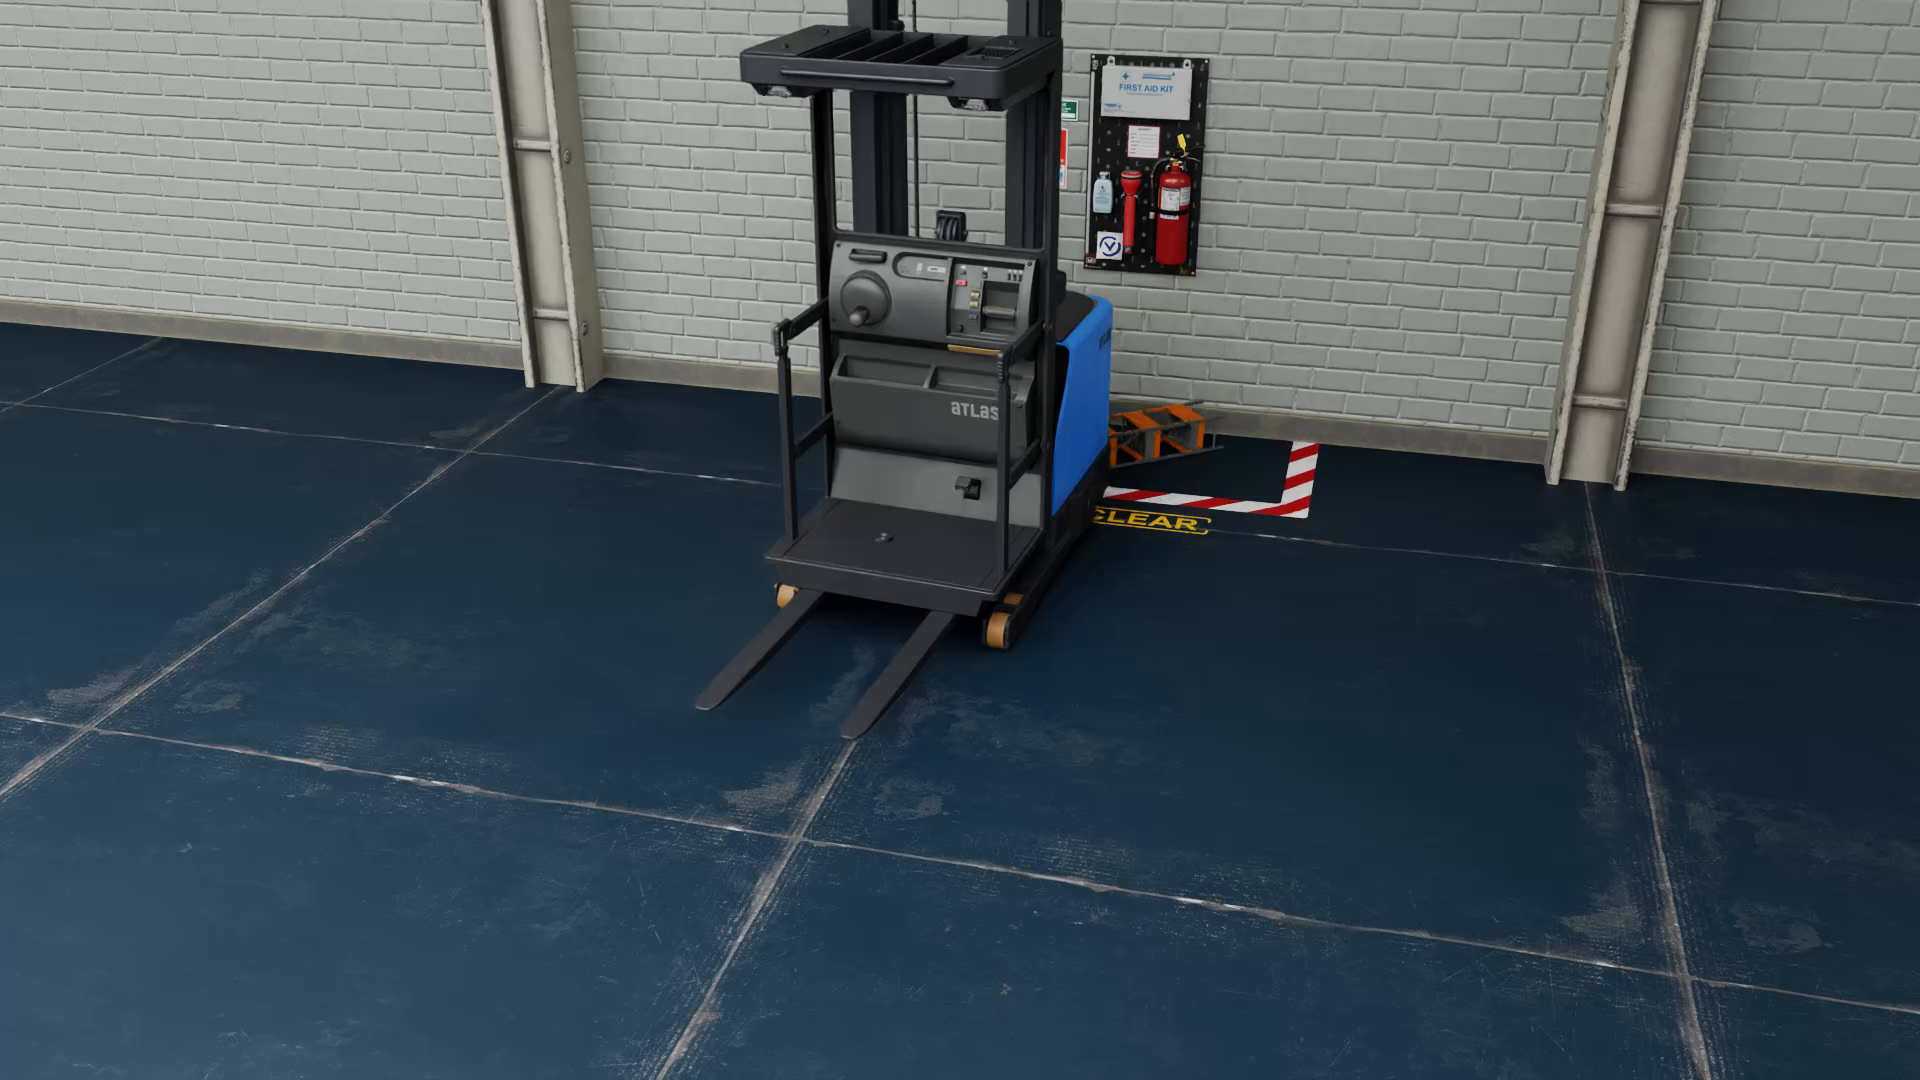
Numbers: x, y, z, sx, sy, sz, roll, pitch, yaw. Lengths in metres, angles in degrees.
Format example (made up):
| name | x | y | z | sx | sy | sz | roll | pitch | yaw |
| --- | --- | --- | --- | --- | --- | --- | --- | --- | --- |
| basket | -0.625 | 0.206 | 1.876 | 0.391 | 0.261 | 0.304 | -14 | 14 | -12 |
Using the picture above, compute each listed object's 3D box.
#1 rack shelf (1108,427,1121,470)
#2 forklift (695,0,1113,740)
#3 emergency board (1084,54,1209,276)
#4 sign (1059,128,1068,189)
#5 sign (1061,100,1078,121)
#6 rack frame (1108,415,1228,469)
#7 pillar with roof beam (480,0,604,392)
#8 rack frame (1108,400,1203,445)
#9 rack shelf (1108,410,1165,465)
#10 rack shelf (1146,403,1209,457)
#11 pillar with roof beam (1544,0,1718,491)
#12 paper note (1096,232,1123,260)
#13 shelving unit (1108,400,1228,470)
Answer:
| name | x | y | z | sx | sy | sz | roll | pitch | yaw |
| --- | --- | --- | --- | --- | --- | --- | --- | --- | --- |
| rack shelf | 0.698 | -0.511 | 9.042 | 0.259 | 0.215 | 0.240 | -11 | 28 | -24 |
| forklift | -0.197 | -1.044 | 7.033 | 1.130 | 2.935 | 3.031 | 9 | 27 | 18 |
| emergency board | 0.983 | -1.979 | 8.917 | 0.643 | 1.169 | 0.194 | 6 | 26 | 13 |
| sign | 0.473 | -2.097 | 9.124 | 0.234 | 0.329 | 0.001 | 6 | 26 | 13 |
| sign | 0.475 | -2.332 | 9.001 | 0.331 | 0.109 | 0.001 | 6 | 26 | 13 |
| rack frame | 1.011 | -0.513 | 9.060 | 1.050 | 0.200 | 0.008 | -11 | 28 | -24 |
| pillar with roof beam | -3.516 | -3.257 | 4.623 | 0.400 | 9.000 | 9.100 | 6 | 26 | 13 |
| rack frame | 0.903 | -0.610 | 9.257 | 1.050 | 0.200 | 0.008 | -11 | 28 | -24 |
| rack shelf | 0.947 | -0.560 | 9.154 | 0.259 | 0.215 | 0.240 | -11 | 28 | -24 |
| rack shelf | 1.202 | -0.609 | 9.269 | 0.259 | 0.215 | 0.240 | -11 | 28 | -24 |
| pillar with roof beam | 2.295 | -2.615 | 3.274 | 0.400 | 9.000 | 9.100 | 6 | 26 | 13 |
| paper note | 0.829 | -1.629 | 9.207 | 0.142 | 0.148 | 0.016 | 6 | 26 | 13 |
| shelving unit | 0.957 | -0.562 | 9.159 | 1.050 | 0.215 | 0.252 | -11 | 28 | -24 |
